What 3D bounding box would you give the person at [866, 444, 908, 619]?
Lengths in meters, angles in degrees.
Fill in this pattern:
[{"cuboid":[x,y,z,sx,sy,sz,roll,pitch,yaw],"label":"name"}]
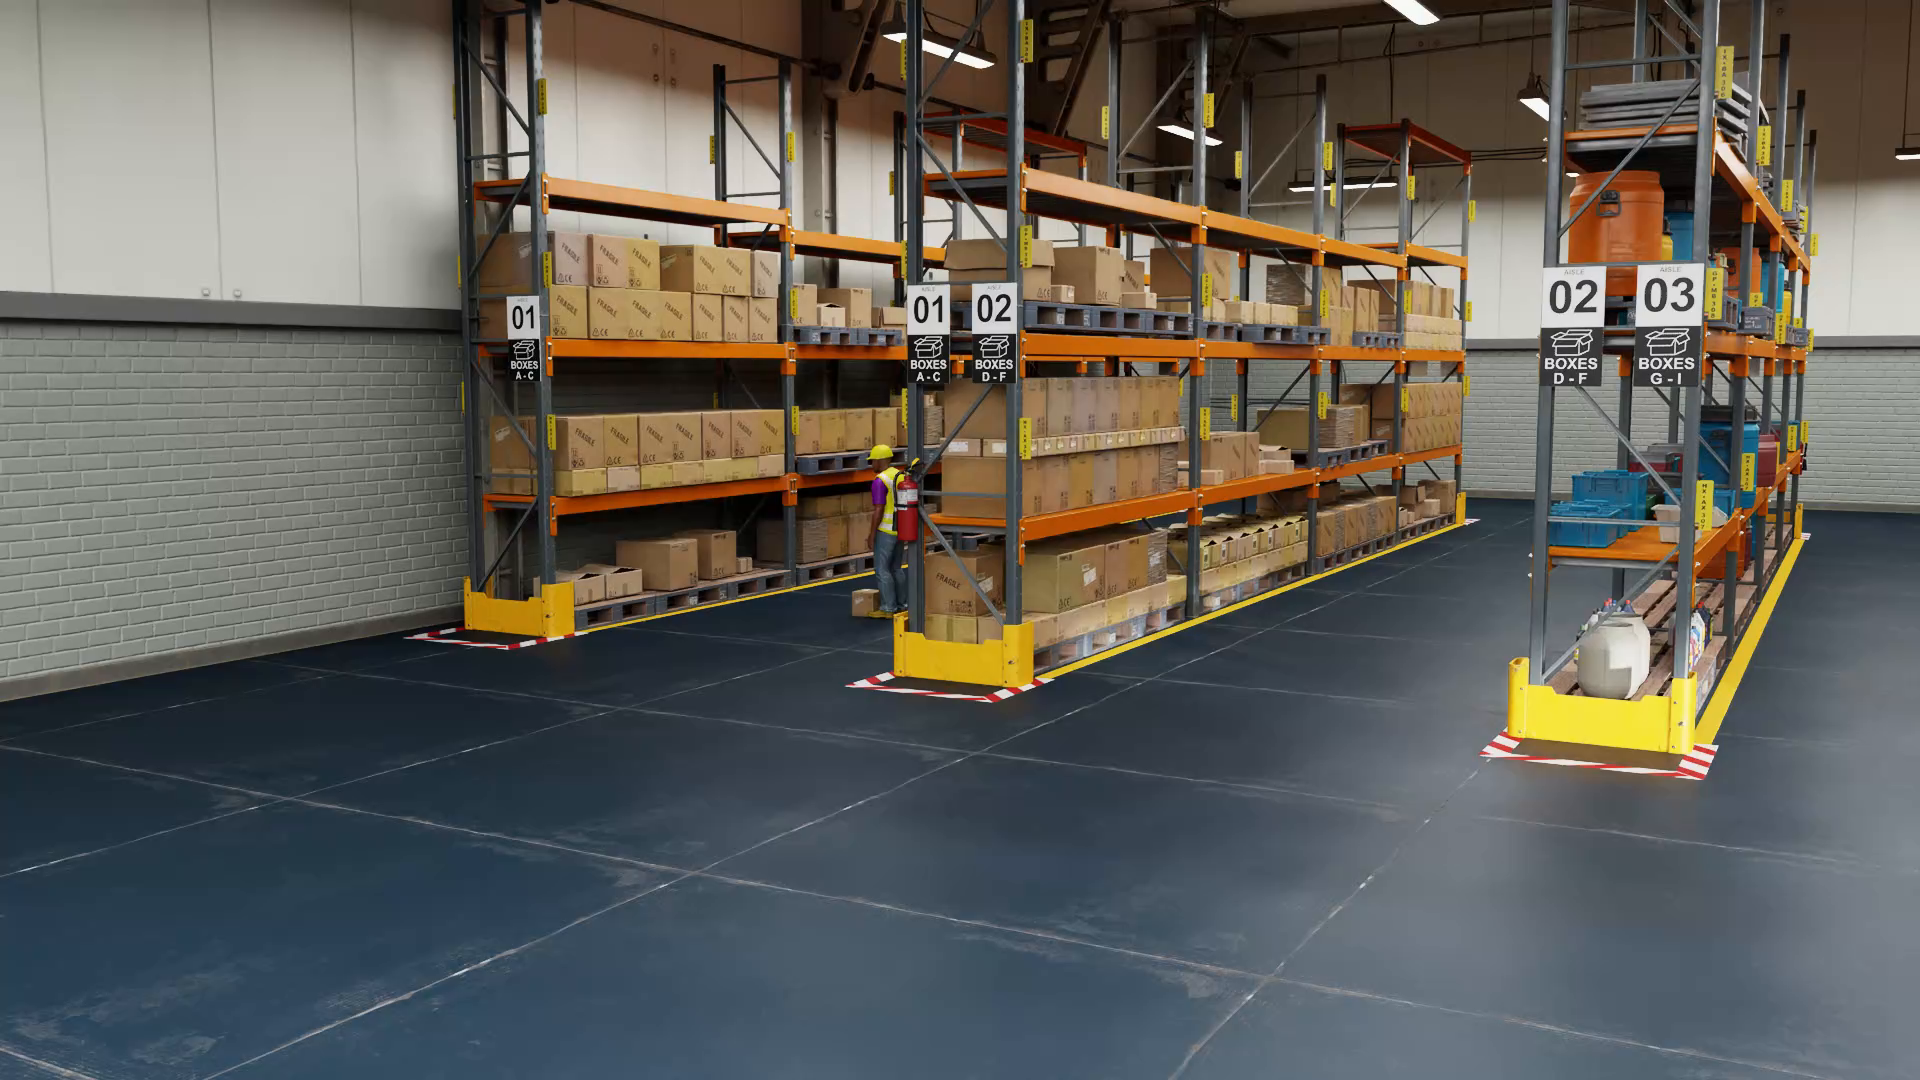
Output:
[{"cuboid":[-0.733,-0.092,16.939,0.456,1.761,0.628,3,7,29],"label":"person"}]
